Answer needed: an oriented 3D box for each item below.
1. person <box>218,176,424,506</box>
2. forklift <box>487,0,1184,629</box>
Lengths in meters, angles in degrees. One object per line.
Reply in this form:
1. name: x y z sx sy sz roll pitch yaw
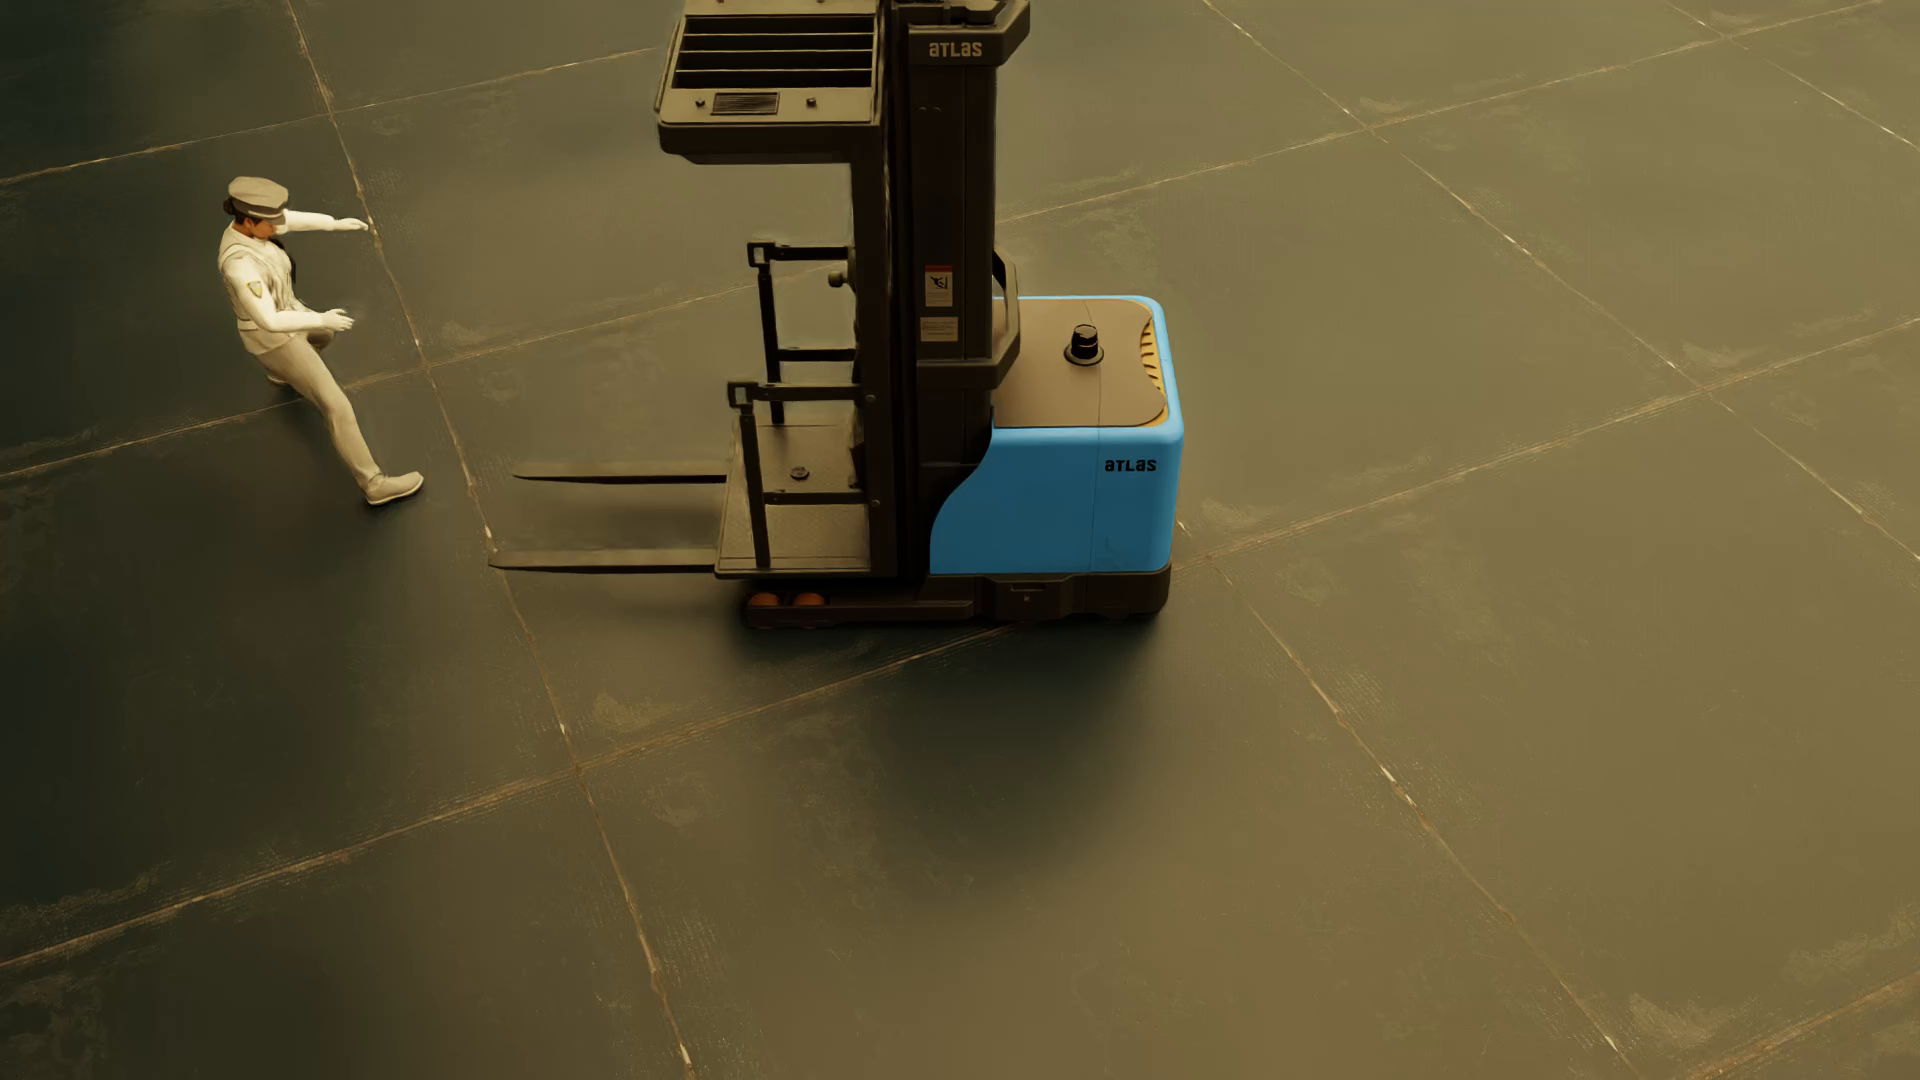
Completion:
1. person: -3.097 -1.084 7.908 0.783 1.471 1.246 -8 44 -9
2. forklift: -0.592 -1.041 6.795 3.031 2.935 1.130 -1 43 -1
